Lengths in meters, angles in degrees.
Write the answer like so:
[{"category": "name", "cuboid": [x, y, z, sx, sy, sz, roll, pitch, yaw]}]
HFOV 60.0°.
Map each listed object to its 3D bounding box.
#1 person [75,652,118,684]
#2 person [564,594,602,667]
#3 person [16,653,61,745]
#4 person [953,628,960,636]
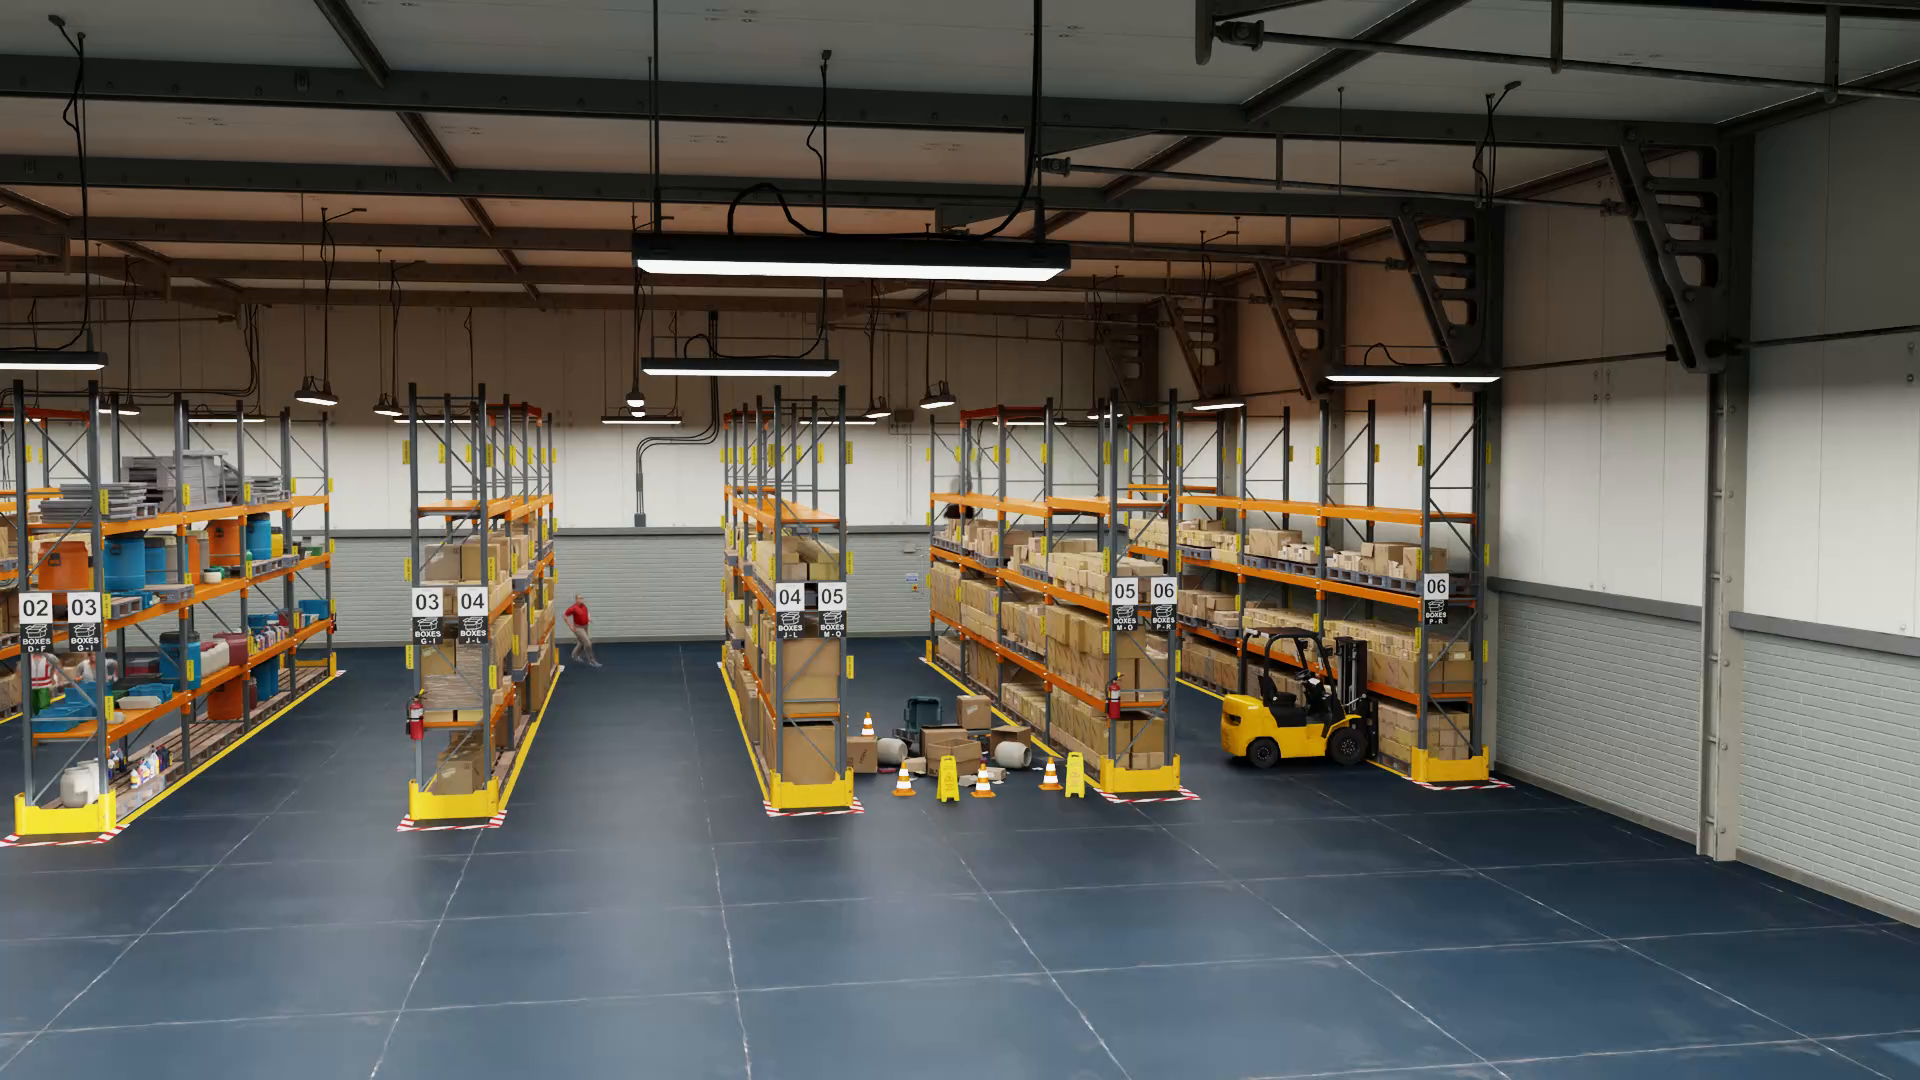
[{"category": "person", "cuboid": [-14.938, 2.661, 28.787, 0.632, 1.698, 0.862, -1, 3, -12]}, {"category": "person", "cuboid": [-8.982, 2.148, 39.503, 0.920, 1.732, 0.740, 1, 3, 20]}, {"category": "person", "cuboid": [-16.141, 2.623, 29.102, 0.640, 1.835, 0.815, -1, 3, -17]}, {"category": "person", "cuboid": [0.063, 2.009, 41.704, 0.906, 1.766, 0.757, 1, 3, 26]}]
